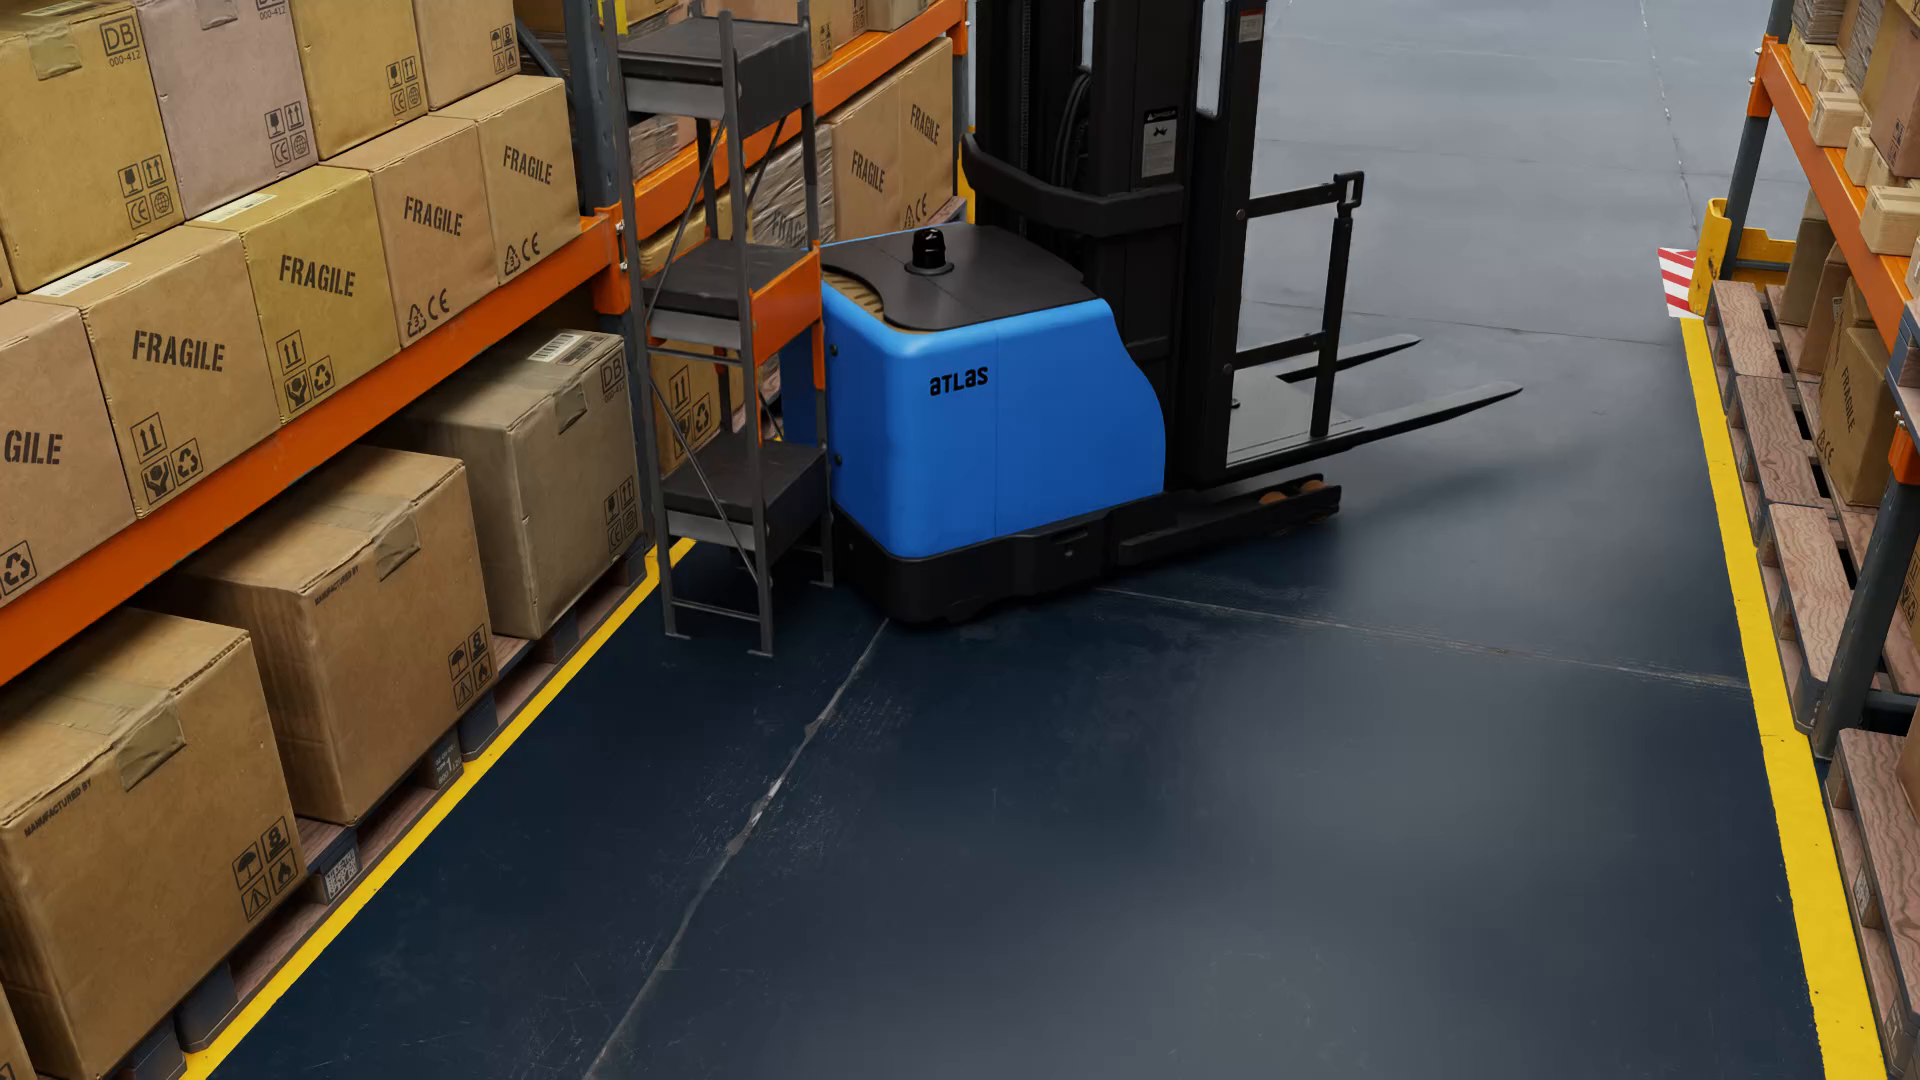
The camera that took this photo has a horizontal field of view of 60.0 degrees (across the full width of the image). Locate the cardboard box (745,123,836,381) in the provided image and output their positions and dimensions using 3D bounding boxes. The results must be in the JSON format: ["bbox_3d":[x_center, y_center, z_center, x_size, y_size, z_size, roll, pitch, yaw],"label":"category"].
[{"bbox_3d":[-1.111,-1.309,7.272,0.875,0.875,0.875,9,30,15],"label":"cardboard box"}]

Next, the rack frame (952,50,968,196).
[{"bbox_3d":[-0.449,-3.212,8.938,1.000,3.000,0.127,8,30,15],"label":"rack frame"}]

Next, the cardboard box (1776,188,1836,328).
[{"bbox_3d":[4.064,-1.260,7.569,0.500,0.500,0.500,14,32,24],"label":"cardboard box"}]

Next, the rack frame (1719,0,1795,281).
[{"bbox_3d":[4.263,-2.457,7.581,1.000,3.000,0.127,8,30,15],"label":"rack frame"}]

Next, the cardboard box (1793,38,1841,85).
[{"bbox_3d":[3.772,-2.021,7.056,0.380,0.149,0.250,8,30,15],"label":"cardboard box"}]

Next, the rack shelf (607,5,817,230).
[{"bbox_3d":[-0.725,-1.268,4.958,0.431,0.518,0.480,10,31,18],"label":"rack shelf"}]

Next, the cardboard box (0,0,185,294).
[{"bbox_3d":[-2.210,-0.893,3.639,0.700,0.500,0.500,8,30,14],"label":"cardboard box"}]

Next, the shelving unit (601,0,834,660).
[{"bbox_3d":[-0.725,-0.669,5.292,0.431,2.100,0.503,10,31,18],"label":"shelving unit"}]

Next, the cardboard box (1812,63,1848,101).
[{"bbox_3d":[3.638,-1.787,6.635,0.380,0.149,0.250,8,30,15],"label":"cardboard box"}]

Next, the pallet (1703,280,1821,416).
[{"bbox_3d":[3.968,-0.830,7.526,1.003,0.211,1.213,8,30,15],"label":"pallet"}]

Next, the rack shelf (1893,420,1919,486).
[{"bbox_3d":[2.502,0.646,2.743,1.077,0.370,4.000,8,30,15],"label":"rack shelf"}]

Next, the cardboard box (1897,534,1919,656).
[{"bbox_3d":[3.244,0.131,5.069,0.500,0.500,0.500,8,30,13],"label":"cardboard box"}]

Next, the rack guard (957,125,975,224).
[{"bbox_3d":[-0.442,-2.130,9.565,1.175,0.500,0.348,8,30,15],"label":"rack guard"}]

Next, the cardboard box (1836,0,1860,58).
[{"bbox_3d":[4.043,-2.129,6.583,0.875,0.500,0.500,8,30,15],"label":"cardboard box"}]

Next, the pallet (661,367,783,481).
[{"bbox_3d":[-1.325,-0.476,6.889,1.003,0.211,1.213,8,30,15],"label":"pallet"}]

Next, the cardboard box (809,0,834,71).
[{"bbox_3d":[-1.056,-2.345,7.226,0.875,0.550,0.500,8,30,15],"label":"cardboard box"}]

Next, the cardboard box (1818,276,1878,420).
[{"bbox_3d":[3.719,-0.689,6.543,0.500,0.500,0.500,11,31,20],"label":"cardboard box"}]

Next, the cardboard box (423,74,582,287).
[{"bbox_3d":[-1.521,-1.116,5.067,0.500,0.500,0.500,8,30,15],"label":"cardboard box"}]

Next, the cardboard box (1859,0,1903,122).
[{"bbox_3d":[3.697,-1.672,5.762,0.875,0.500,0.500,8,30,15],"label":"cardboard box"}]

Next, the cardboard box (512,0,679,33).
[{"bbox_3d":[-1.482,-2.057,5.596,0.875,0.550,0.550,8,30,15],"label":"cardboard box"}]

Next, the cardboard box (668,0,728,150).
[{"bbox_3d":[-1.386,-1.850,6.336,0.875,0.550,0.550,8,30,15],"label":"cardboard box"}]

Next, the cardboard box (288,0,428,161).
[{"bbox_3d":[-1.912,-1.362,4.482,0.700,0.500,0.500,8,30,14],"label":"cardboard box"}]

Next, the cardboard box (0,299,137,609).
[{"bbox_3d":[-2.112,-0.179,3.383,0.500,0.500,0.500,8,30,15],"label":"cardboard box"}]

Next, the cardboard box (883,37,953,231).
[{"bbox_3d":[-0.585,-2.142,8.769,0.875,0.875,0.875,9,30,15],"label":"cardboard box"}]

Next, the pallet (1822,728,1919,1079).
[{"bbox_3d":[2.862,0.983,4.266,1.003,0.211,1.213,8,30,15],"label":"pallet"}]

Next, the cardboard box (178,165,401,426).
[{"bbox_3d":[-1.817,-0.646,4.223,0.500,0.500,0.500,9,30,15],"label":"cardboard box"}]

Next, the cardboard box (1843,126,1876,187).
[{"bbox_3d":[3.325,-1.325,5.805,0.380,0.149,0.250,8,30,15],"label":"cardboard box"}]

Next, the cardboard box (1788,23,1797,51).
[{"bbox_3d":[3.951,-2.249,7.465,0.380,0.149,0.250,8,30,15],"label":"cardboard box"}]

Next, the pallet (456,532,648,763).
[{"bbox_3d":[-1.777,0.235,5.610,1.003,0.211,1.213,8,30,15],"label":"pallet"}]

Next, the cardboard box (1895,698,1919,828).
[{"bbox_3d":[2.888,0.584,4.233,0.700,0.500,0.500,6,30,11],"label":"cardboard box"}]

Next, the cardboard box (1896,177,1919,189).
[{"bbox_3d":[3.250,-1.082,5.368,0.380,0.149,0.250,8,30,15],"label":"cardboard box"}]

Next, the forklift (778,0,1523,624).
[{"bbox_3d":[0.868,-1.503,5.937,3.031,2.935,1.130,-15,33,-25],"label":"forklift"}]

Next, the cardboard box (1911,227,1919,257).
[{"bbox_3d":[3.084,-0.852,4.955,0.380,0.149,0.250,8,30,15],"label":"cardboard box"}]

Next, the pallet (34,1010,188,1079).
[{"bbox_3d":[-2.494,1.369,3.572,1.003,0.211,1.213,8,30,15],"label":"pallet"}]

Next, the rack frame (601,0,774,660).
[{"bbox_3d":[-0.811,-0.558,5.092,0.400,2.100,0.015,10,31,18],"label":"rack frame"}]

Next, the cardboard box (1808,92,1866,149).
[{"bbox_3d":[3.418,-1.565,6.237,0.380,0.149,0.250,8,30,15],"label":"cardboard box"}]

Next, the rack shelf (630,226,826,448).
[{"bbox_3d":[-0.725,-0.657,5.298,0.431,0.518,0.480,10,31,18],"label":"rack shelf"}]

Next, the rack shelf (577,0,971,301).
[{"bbox_3d":[-1.036,-1.968,7.442,1.077,0.370,4.000,8,30,15],"label":"rack shelf"}]

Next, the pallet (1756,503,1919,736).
[{"bbox_3d":[3.252,0.303,5.487,1.003,0.211,1.213,8,30,15],"label":"pallet"}]

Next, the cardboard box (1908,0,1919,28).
[{"bbox_3d":[3.103,-1.690,4.764,0.500,0.500,0.500,8,30,15],"label":"cardboard box"}]

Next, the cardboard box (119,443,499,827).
[{"bbox_3d":[-2.006,0.196,4.694,1.050,0.750,0.750,8,30,15],"label":"cardboard box"}]

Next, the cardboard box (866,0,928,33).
[{"bbox_3d":[-0.655,-2.840,8.114,0.875,0.550,0.550,8,30,15],"label":"cardboard box"}]
